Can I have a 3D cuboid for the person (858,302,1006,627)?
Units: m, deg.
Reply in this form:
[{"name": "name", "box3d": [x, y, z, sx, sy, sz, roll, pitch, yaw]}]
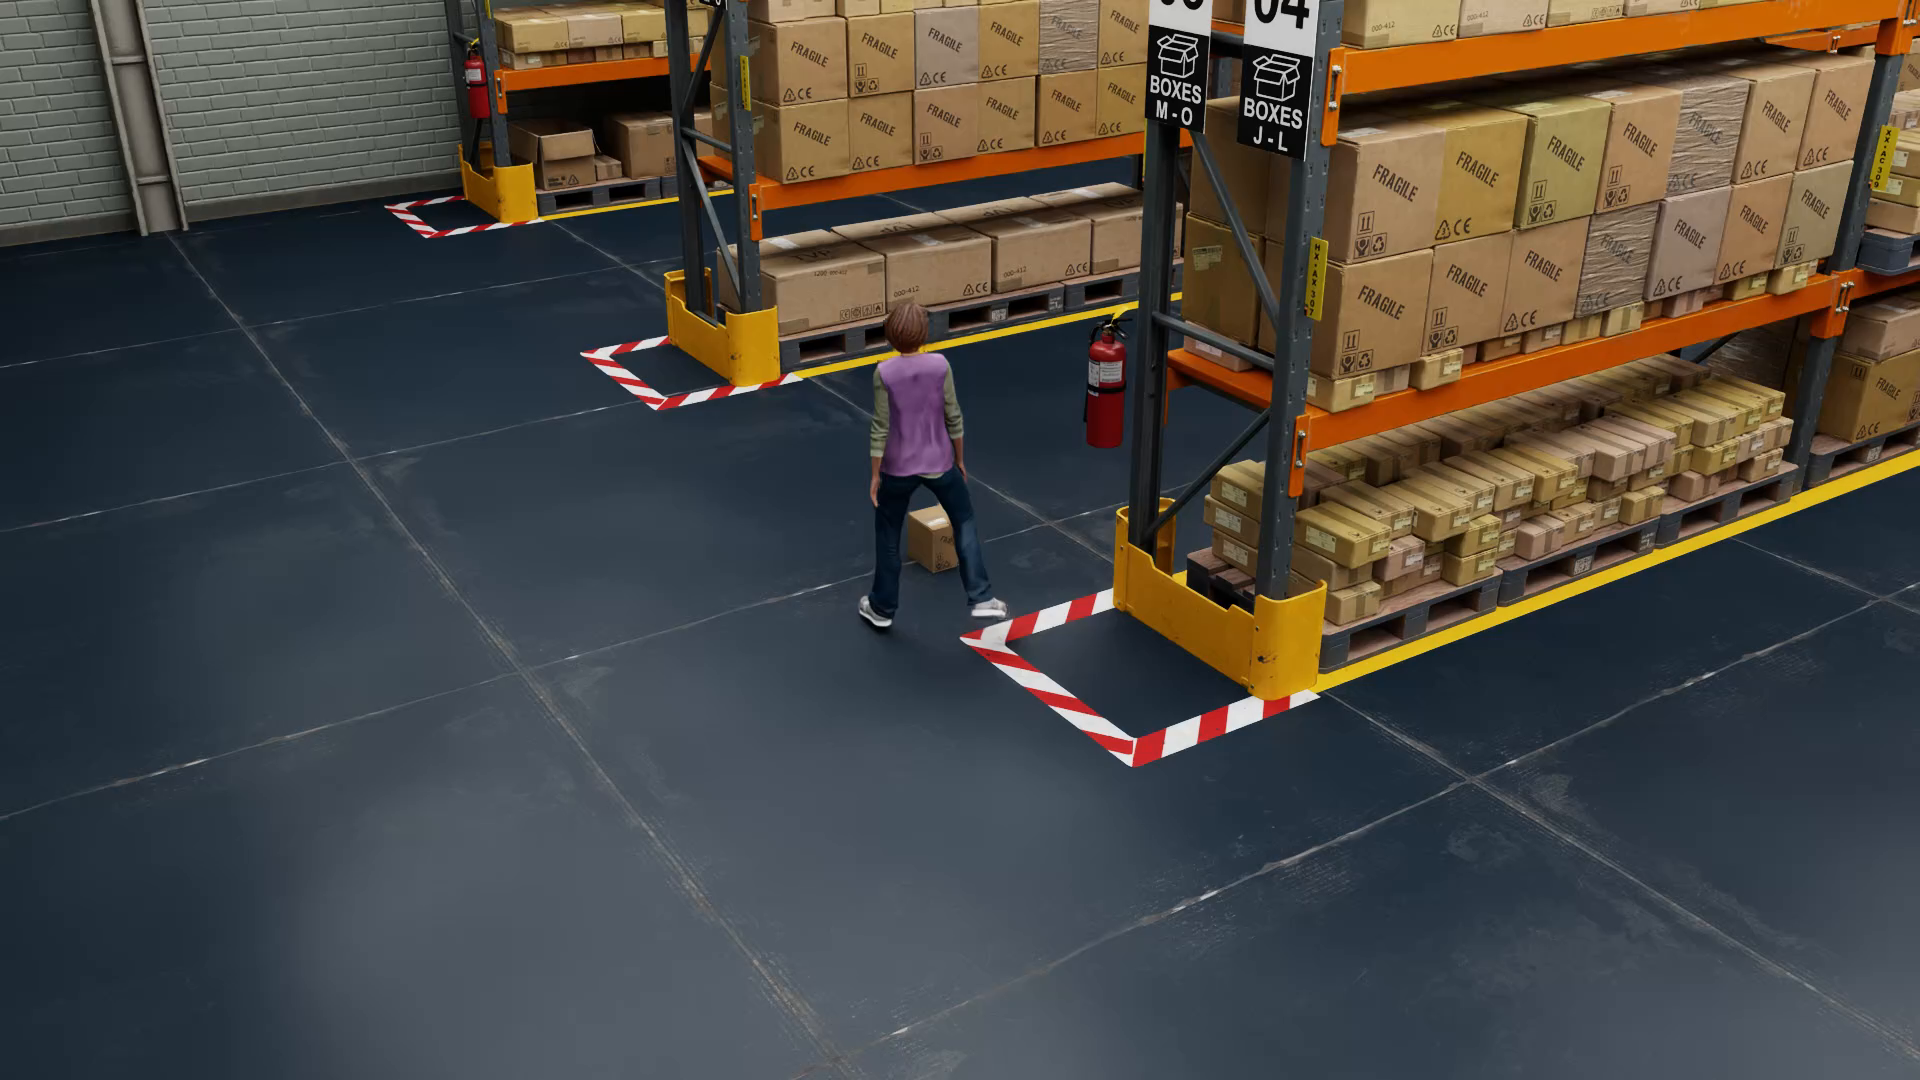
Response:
[{"name": "person", "box3d": [-0.125, -0.314, 7.748, 0.670, 1.585, 0.522, -7, 26, -13]}]
